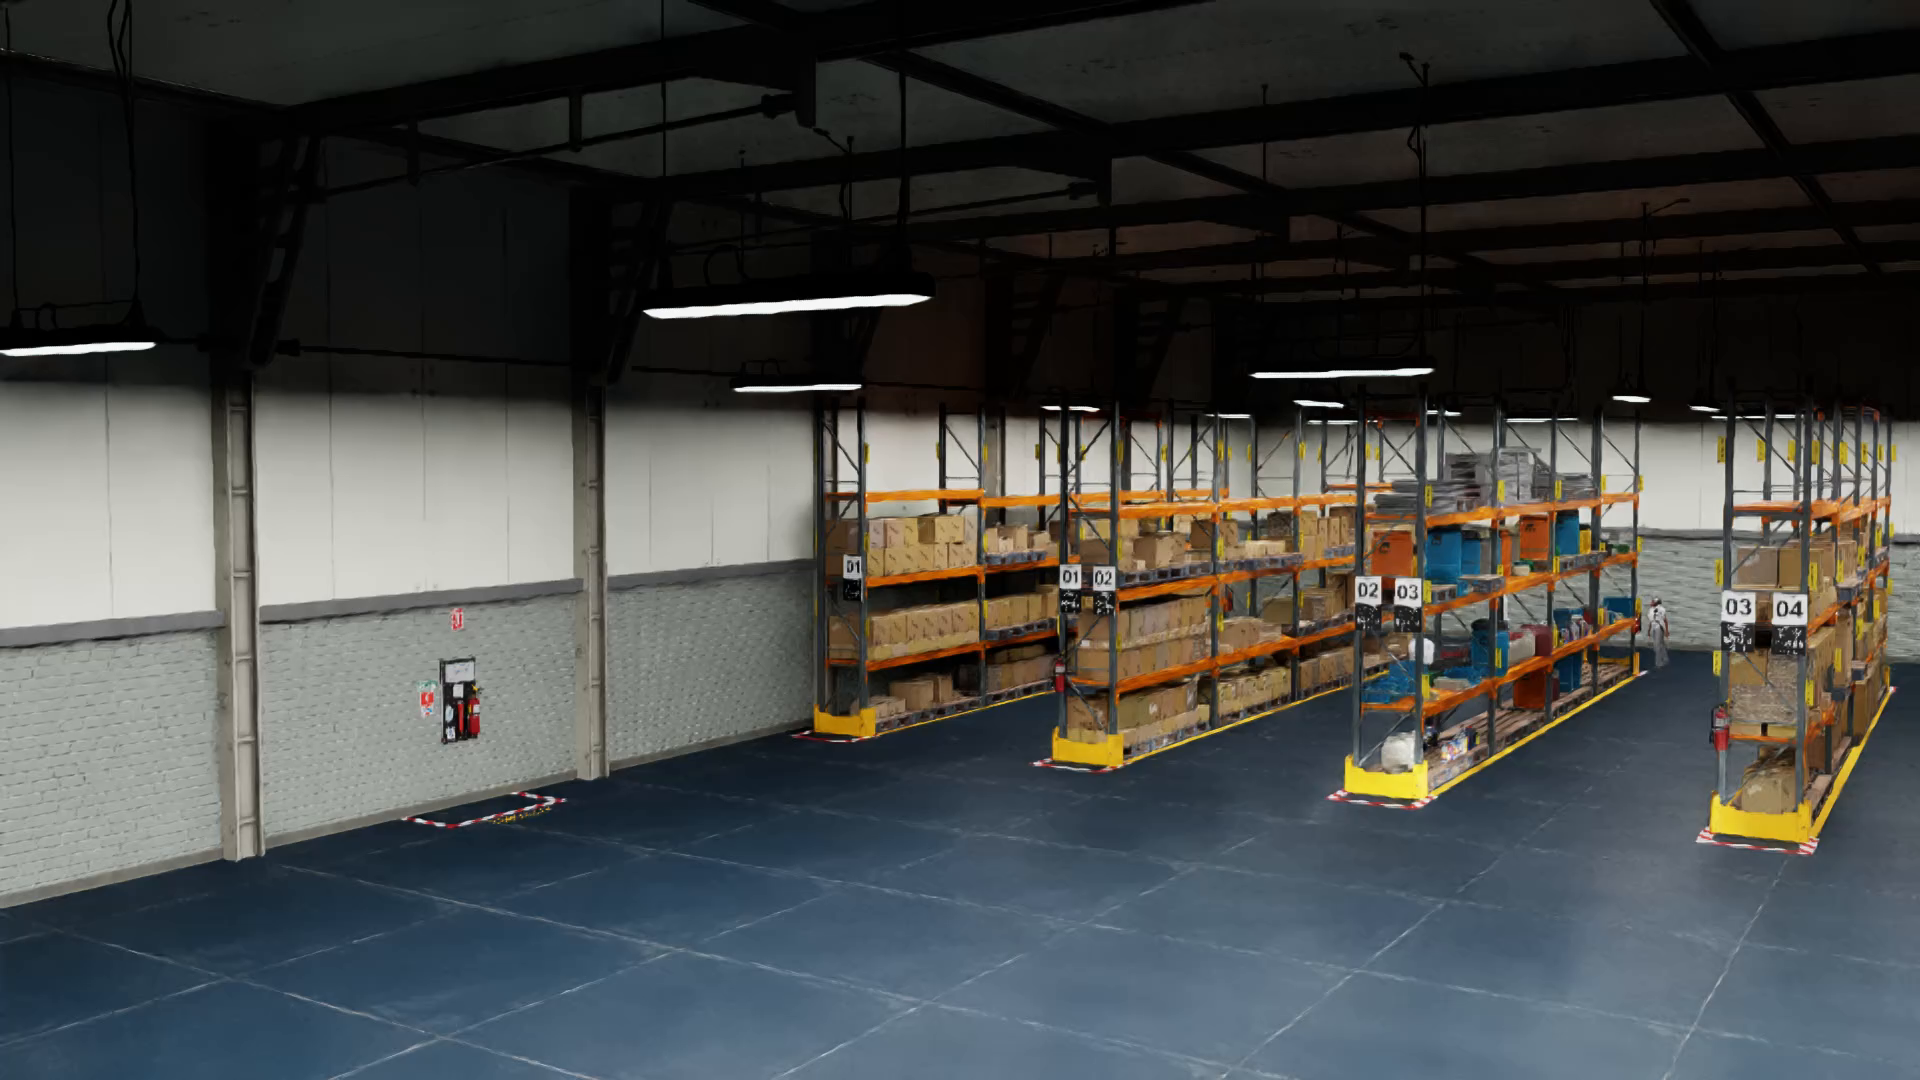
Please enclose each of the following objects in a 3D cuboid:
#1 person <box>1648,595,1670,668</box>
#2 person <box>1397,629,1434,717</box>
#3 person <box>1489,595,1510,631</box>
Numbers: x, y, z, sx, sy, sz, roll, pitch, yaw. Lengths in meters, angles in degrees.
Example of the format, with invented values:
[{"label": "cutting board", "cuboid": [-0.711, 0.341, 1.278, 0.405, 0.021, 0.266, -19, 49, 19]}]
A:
[{"label": "person", "cuboid": [16.389, 2.137, 38.956, 0.521, 1.713, 0.554, 0, 3, -5]}, {"label": "person", "cuboid": [8.690, 2.578, 31.416, 0.573, 1.518, 1.102, 3, 4, 41]}, {"label": "person", "cuboid": [13.346, 1.946, 40.992, 0.718, 1.780, 0.568, -1, 3, -18]}]
